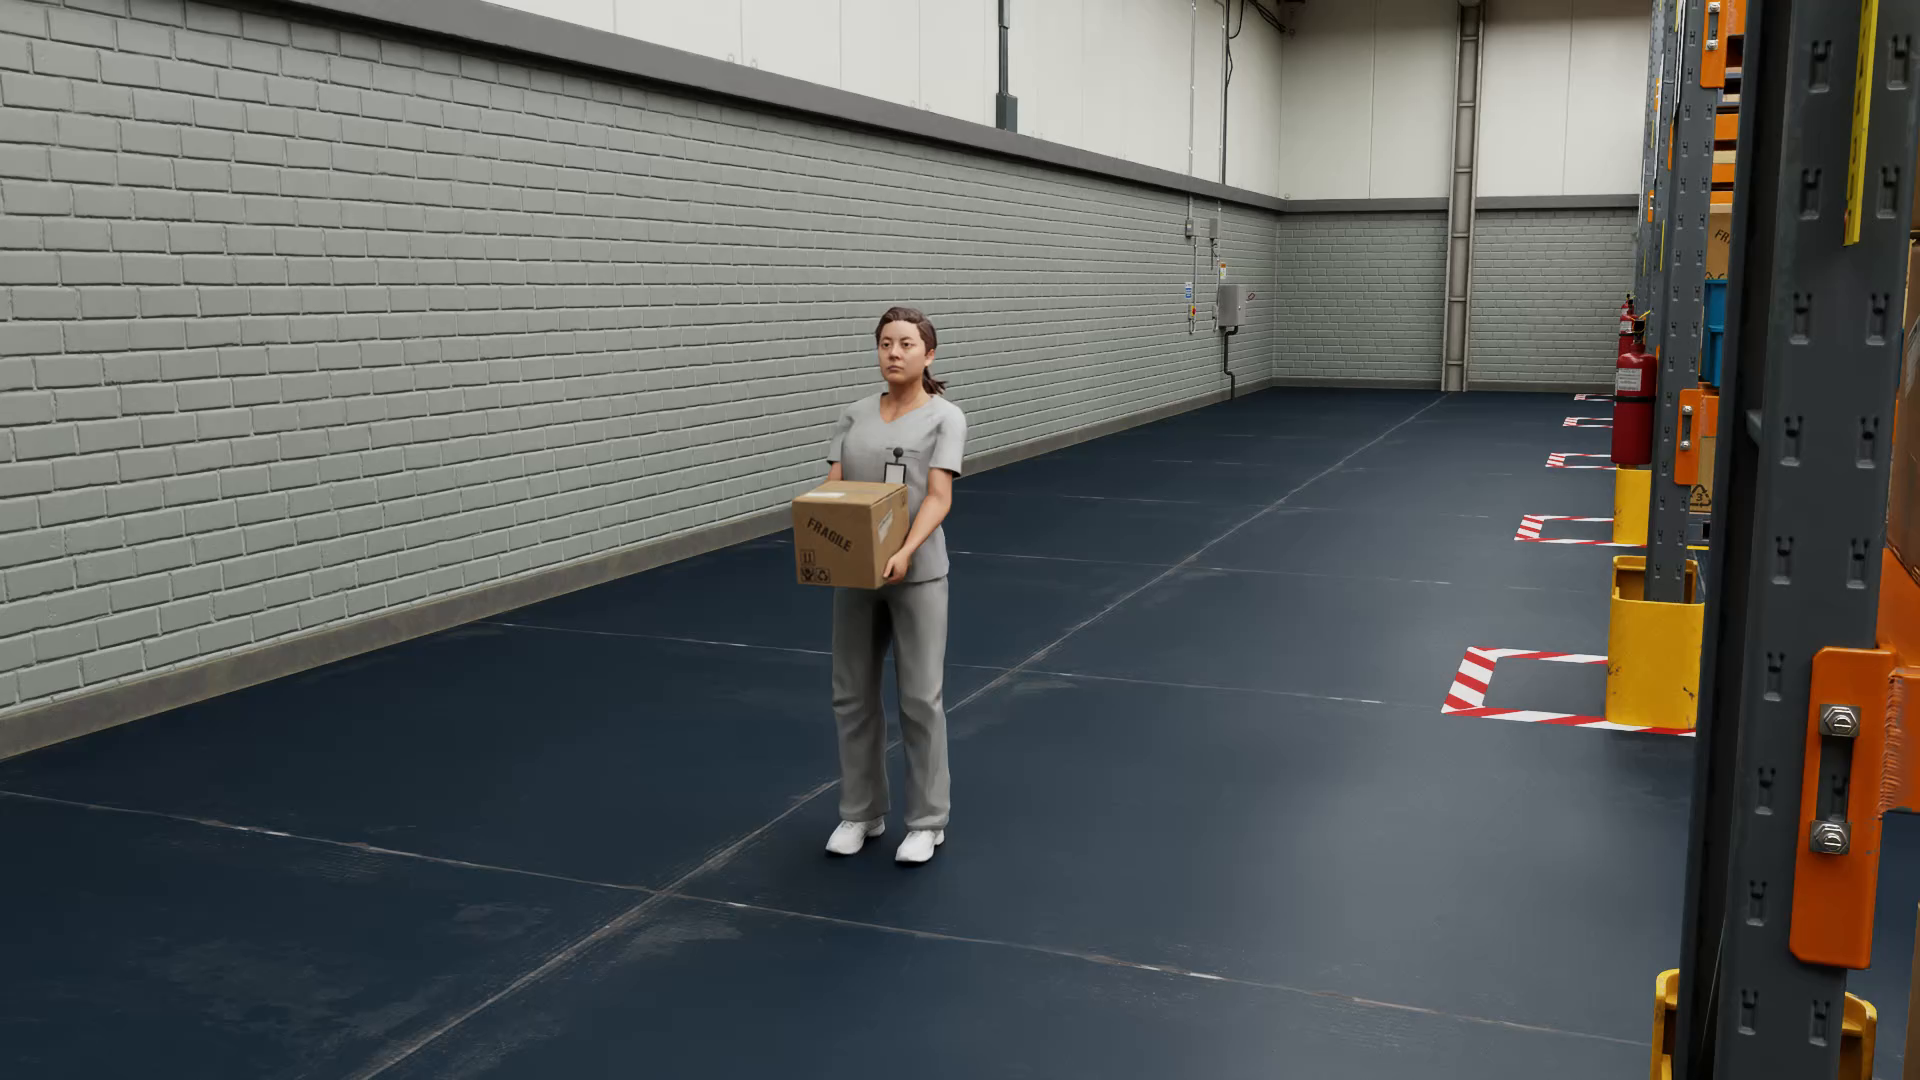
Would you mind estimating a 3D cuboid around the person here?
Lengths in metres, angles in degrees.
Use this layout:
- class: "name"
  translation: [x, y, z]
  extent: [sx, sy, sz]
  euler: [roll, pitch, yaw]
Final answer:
- class: "person"
  translation: [-0.225, 0.266, 5.020]
  extent: [0.437, 1.405, 0.555]
  euler: [4, 9, 22]
